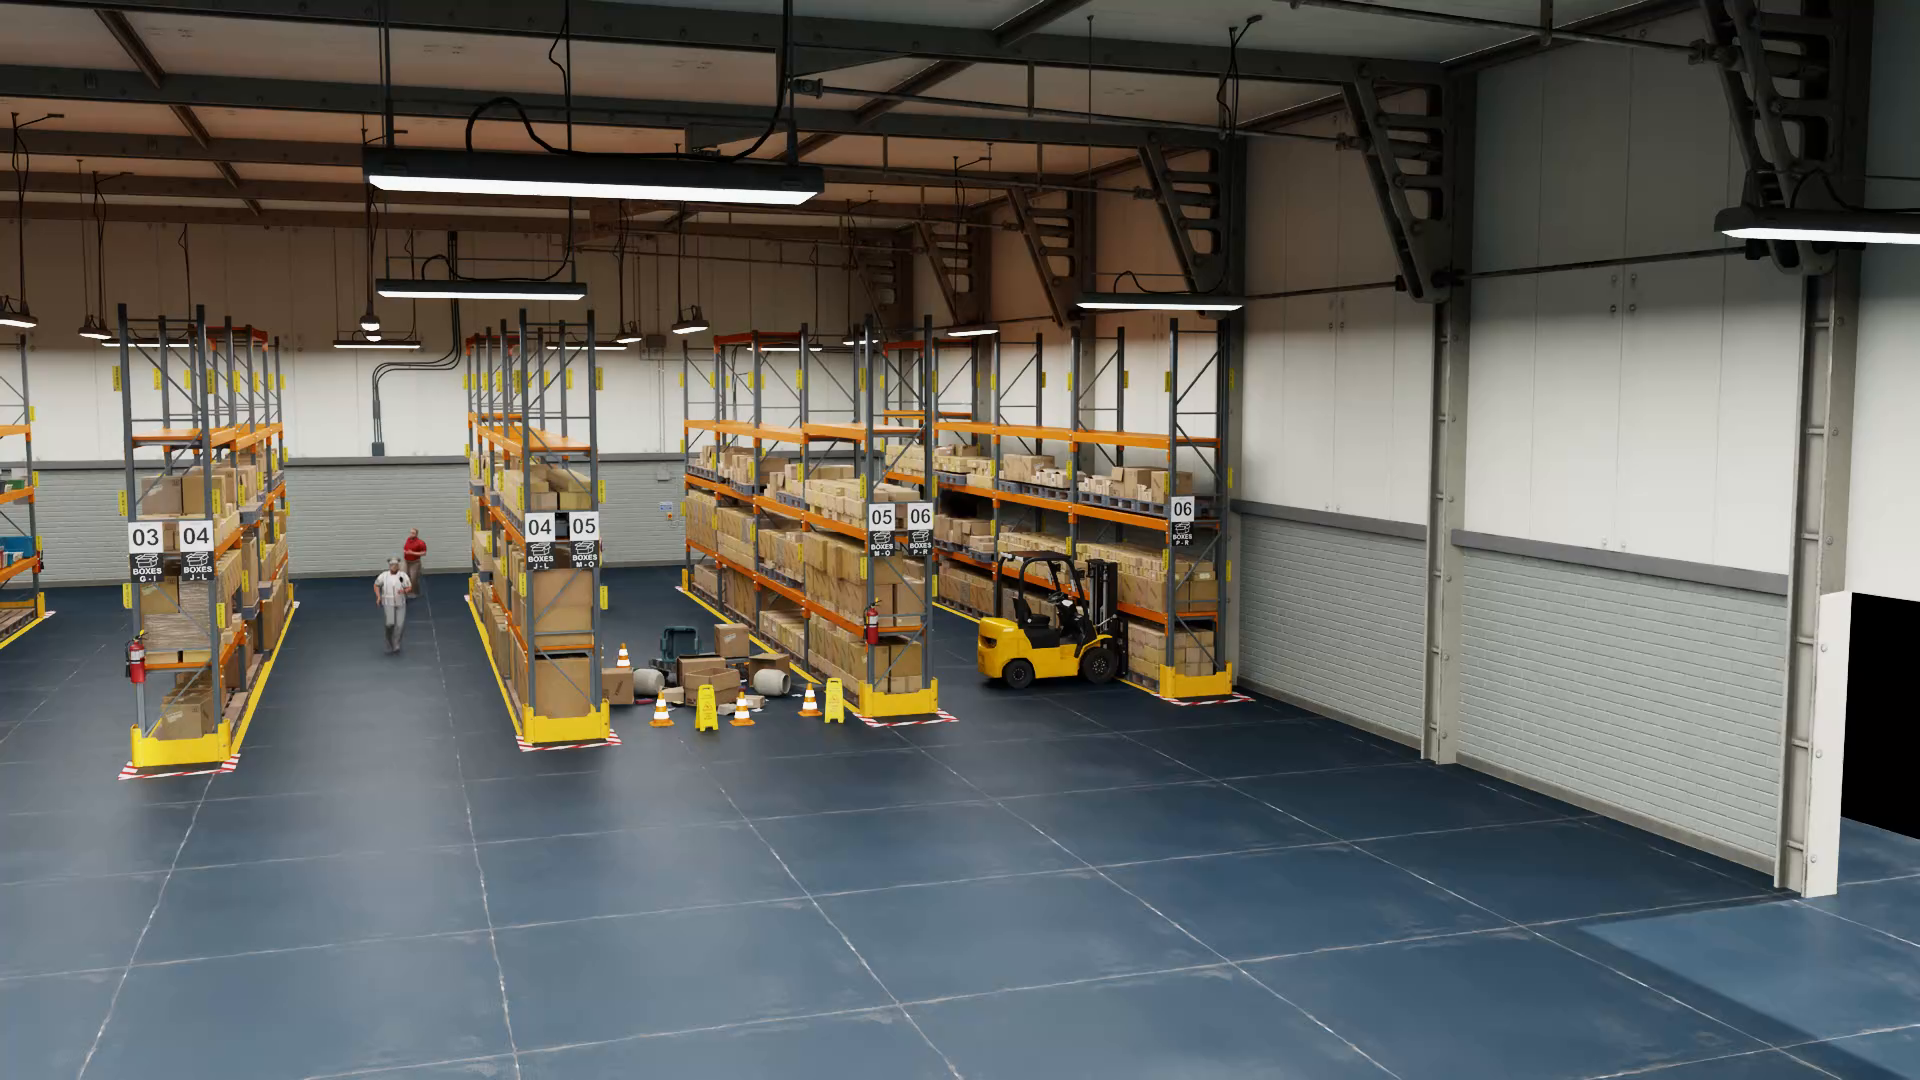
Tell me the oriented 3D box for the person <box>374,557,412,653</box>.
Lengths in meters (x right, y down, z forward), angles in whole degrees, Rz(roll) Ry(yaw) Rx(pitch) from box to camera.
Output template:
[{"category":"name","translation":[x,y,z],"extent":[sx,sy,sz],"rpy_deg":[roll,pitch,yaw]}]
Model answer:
[{"category":"person","translation":[-10.481,1.208,30.810],"extent":[0.636,1.801,0.713],"rpy_deg":[-3,6,-26]}]

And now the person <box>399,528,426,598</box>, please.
[{"category":"person","translation":[-12.504,0.585,38.021],"extent":[0.798,1.746,0.699],"rpy_deg":[2,6,16]}]
